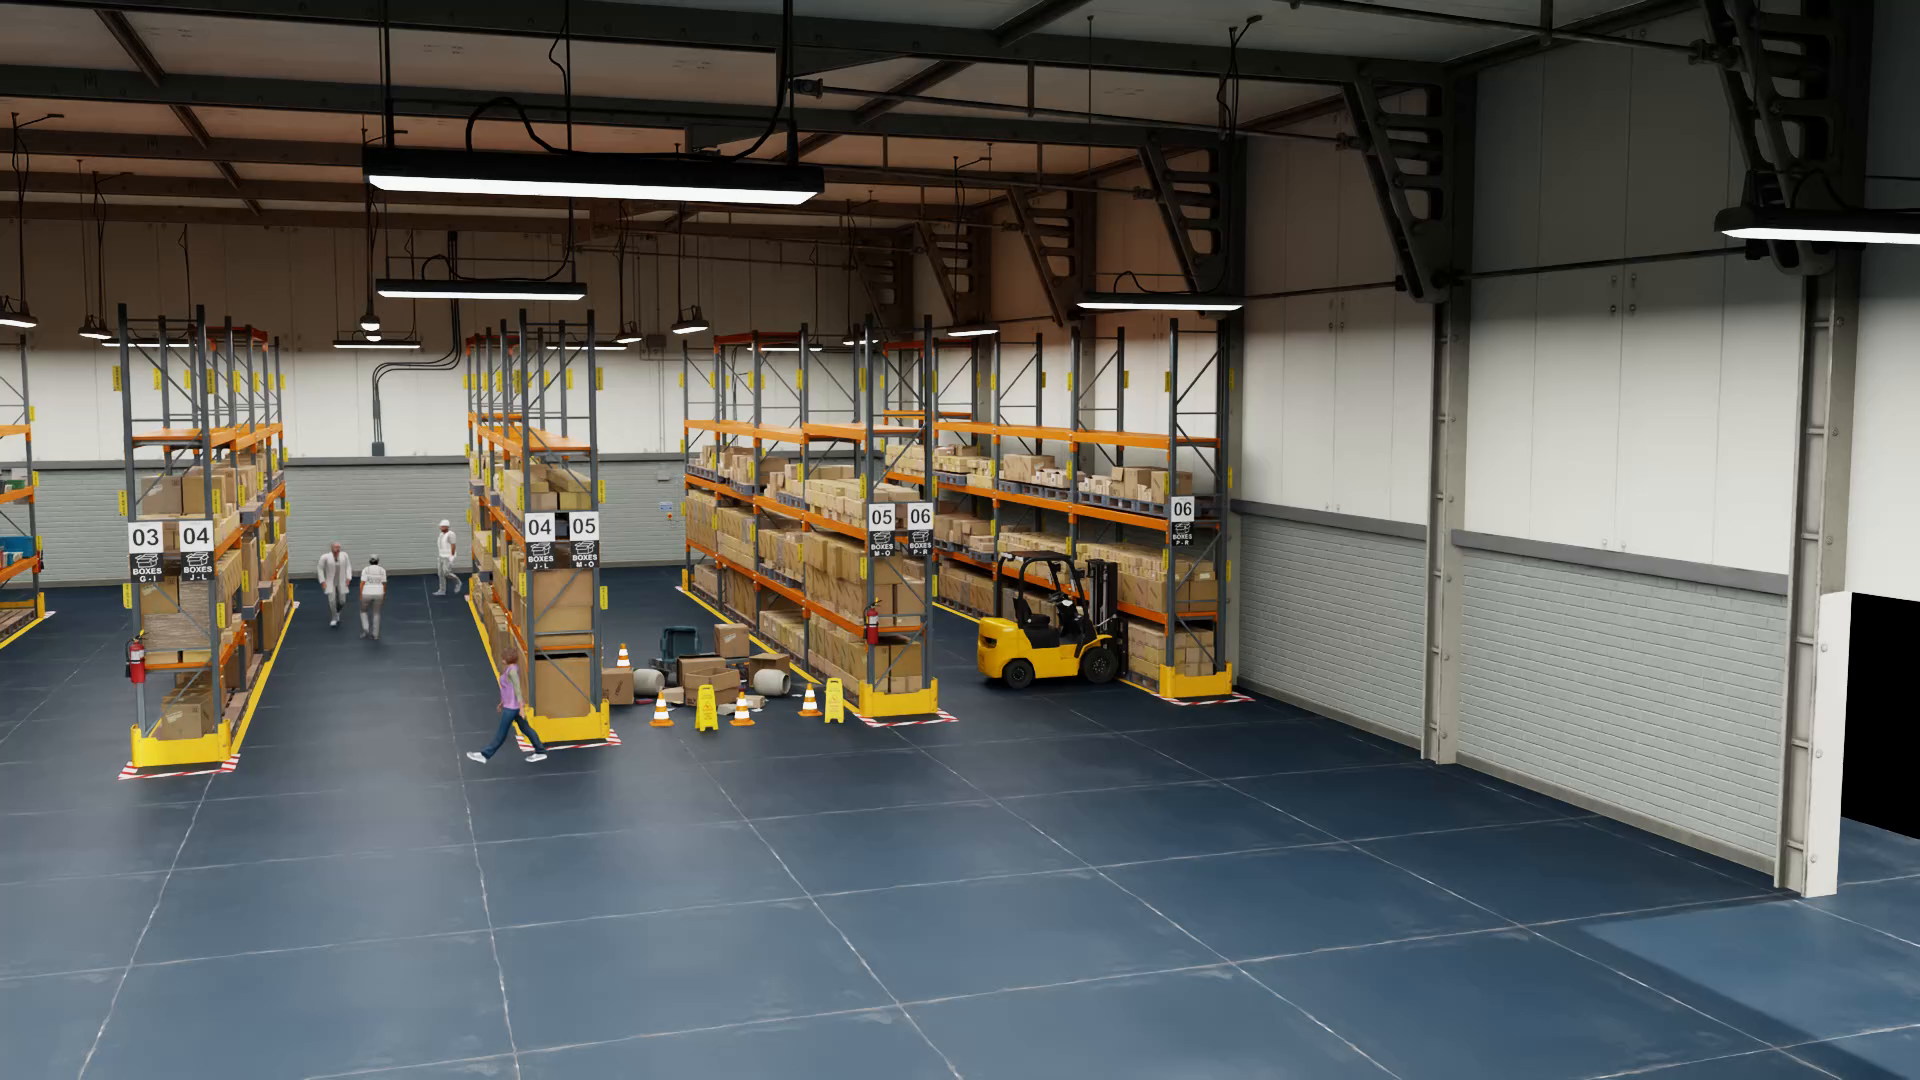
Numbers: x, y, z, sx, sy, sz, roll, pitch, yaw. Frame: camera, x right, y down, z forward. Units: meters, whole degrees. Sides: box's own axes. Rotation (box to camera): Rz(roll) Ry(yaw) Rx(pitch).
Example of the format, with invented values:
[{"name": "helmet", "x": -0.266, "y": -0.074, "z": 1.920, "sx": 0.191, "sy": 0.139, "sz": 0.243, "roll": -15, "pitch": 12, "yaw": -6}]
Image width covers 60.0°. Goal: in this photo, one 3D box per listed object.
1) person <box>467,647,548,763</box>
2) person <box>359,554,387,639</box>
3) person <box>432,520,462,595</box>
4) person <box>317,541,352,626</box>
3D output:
[{"name": "person", "x": -5.929, "y": 2.161, "z": 21.755, "sx": 1.006, "sy": 1.533, "sz": 0.435, "roll": -1, "pitch": 6, "yaw": -10}, {"name": "person", "x": -11.434, "y": 1.102, "z": 32.353, "sx": 0.551, "sy": 1.664, "sz": 0.417, "roll": -2, "pitch": 6, "yaw": -22}, {"name": "person", "x": -12.046, "y": 0.408, "z": 38.993, "sx": 0.628, "sy": 1.781, "sz": 0.666, "roll": 5, "pitch": 8, "yaw": 44}, {"name": "person", "x": -12.974, "y": 0.881, "z": 34.445, "sx": 0.679, "sy": 1.746, "sz": 0.665, "roll": -3, "pitch": 6, "yaw": -29}]
